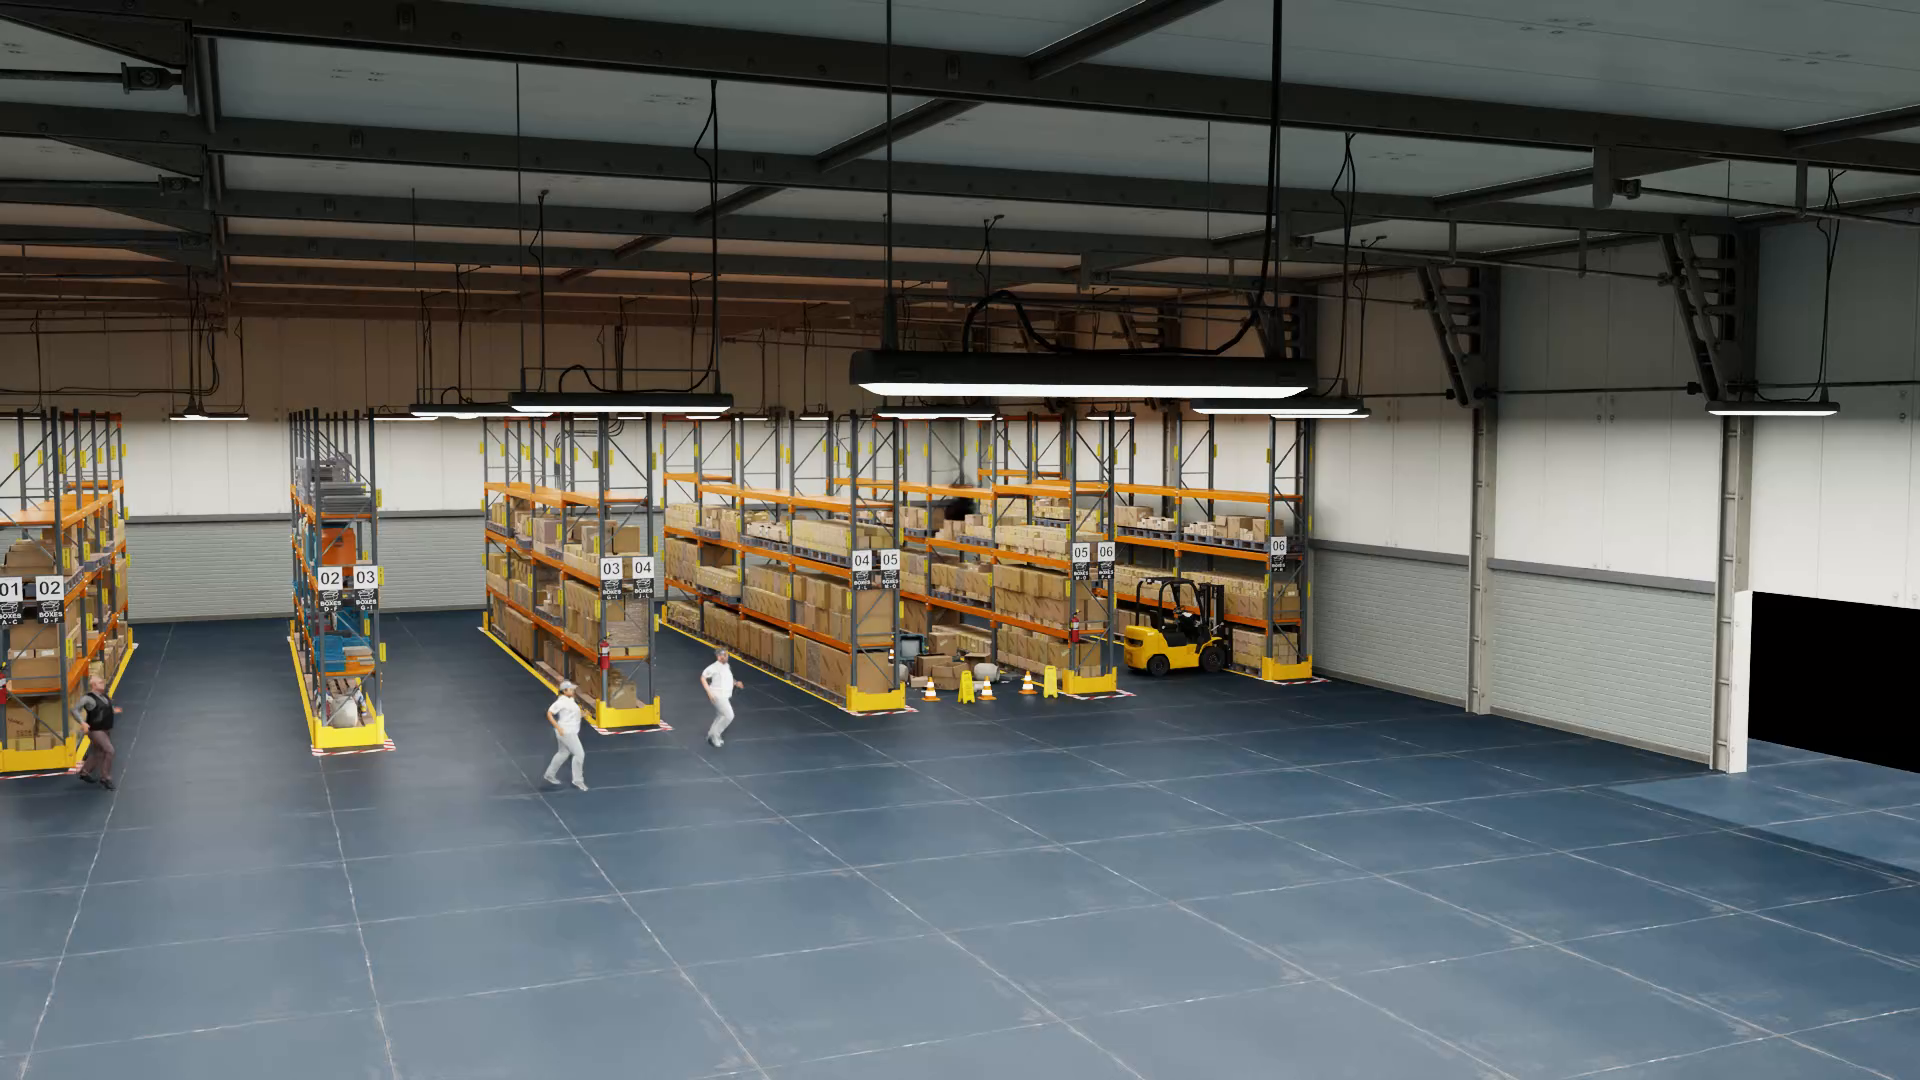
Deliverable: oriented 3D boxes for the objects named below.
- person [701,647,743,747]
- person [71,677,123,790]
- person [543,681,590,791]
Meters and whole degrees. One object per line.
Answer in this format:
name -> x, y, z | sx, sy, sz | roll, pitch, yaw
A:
person -> -4.204, 2.783, 29.556 | 0.671, 1.786, 0.659 | 1, 4, 15
person -> -13.518, 3.037, 26.105 | 0.769, 1.783, 0.630 | 0, 4, 1
person -> -6.174, 3.070, 26.048 | 0.767, 1.728, 0.580 | 0, 4, -3
